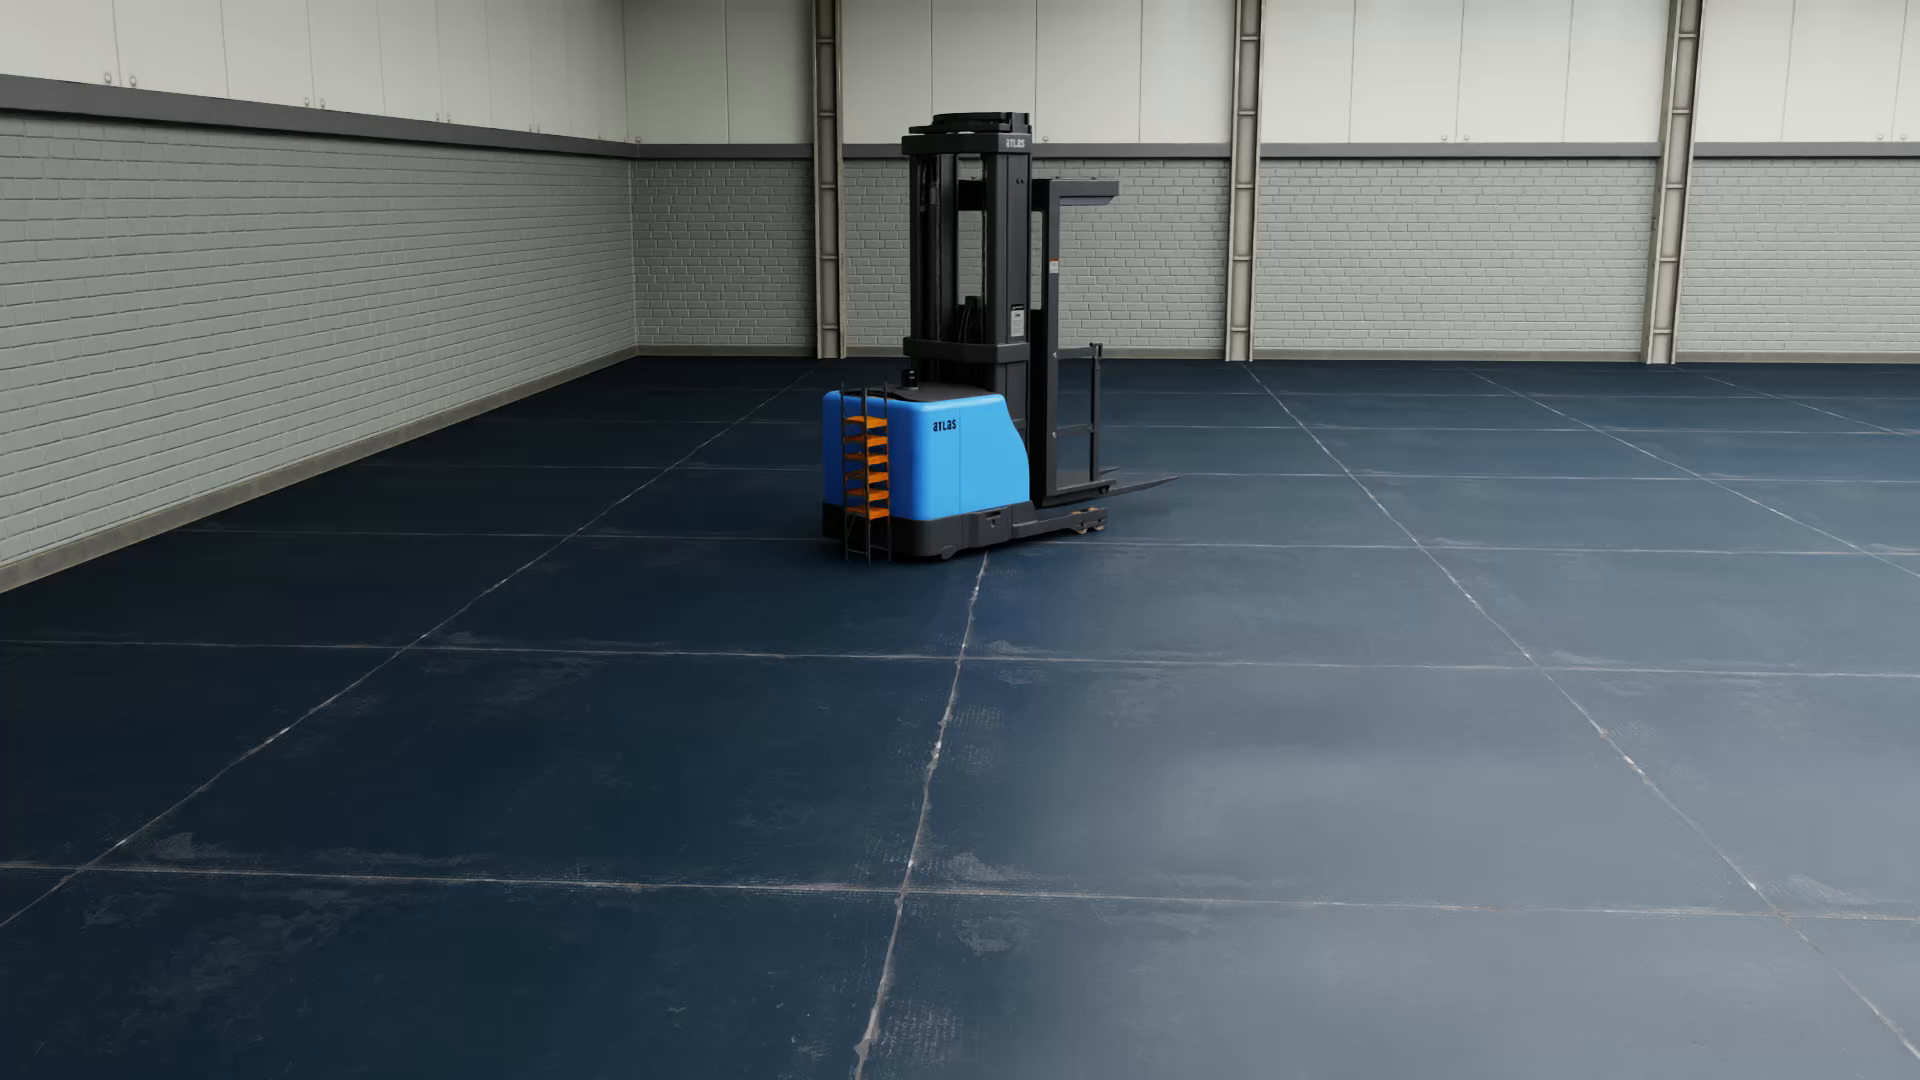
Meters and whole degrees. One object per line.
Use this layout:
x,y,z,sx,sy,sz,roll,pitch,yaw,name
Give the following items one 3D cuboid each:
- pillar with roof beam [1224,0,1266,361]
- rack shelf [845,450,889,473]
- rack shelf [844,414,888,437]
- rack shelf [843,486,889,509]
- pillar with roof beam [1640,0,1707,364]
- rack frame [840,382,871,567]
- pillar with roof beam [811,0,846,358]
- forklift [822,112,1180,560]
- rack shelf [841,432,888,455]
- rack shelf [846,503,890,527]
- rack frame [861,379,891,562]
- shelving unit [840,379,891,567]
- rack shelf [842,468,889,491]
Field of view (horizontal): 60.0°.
3.791,-6.166,19.267,0.400,9.000,9.100,1,12,4,pillar with roof beam
-0.622,-0.516,10.926,0.258,0.103,0.180,11,17,43,rack shelf
-0.625,-0.750,10.874,0.258,0.103,0.180,11,17,43,rack shelf
-0.619,-0.282,10.978,0.258,0.103,0.180,11,17,43,rack shelf
9.777,-6.084,18.874,0.400,9.000,9.100,1,12,4,pillar with roof beam
-0.684,-0.427,10.878,0.240,1.200,0.006,11,17,43,rack frame
-2.196,-6.248,19.659,0.400,9.000,9.100,1,12,4,pillar with roof beam
0.433,-1.543,11.985,1.130,2.935,3.031,11,16,43,forklift
-0.624,-0.633,10.900,0.258,0.103,0.180,11,17,43,rack shelf
-0.617,-0.165,11.004,0.258,0.103,0.180,11,17,43,rack shelf
-0.557,-0.457,11.006,0.240,1.200,0.006,11,17,43,rack frame
-0.621,-0.442,10.942,0.258,1.200,0.189,11,17,43,shelving unit
-0.620,-0.399,10.952,0.258,0.103,0.180,11,17,43,rack shelf
